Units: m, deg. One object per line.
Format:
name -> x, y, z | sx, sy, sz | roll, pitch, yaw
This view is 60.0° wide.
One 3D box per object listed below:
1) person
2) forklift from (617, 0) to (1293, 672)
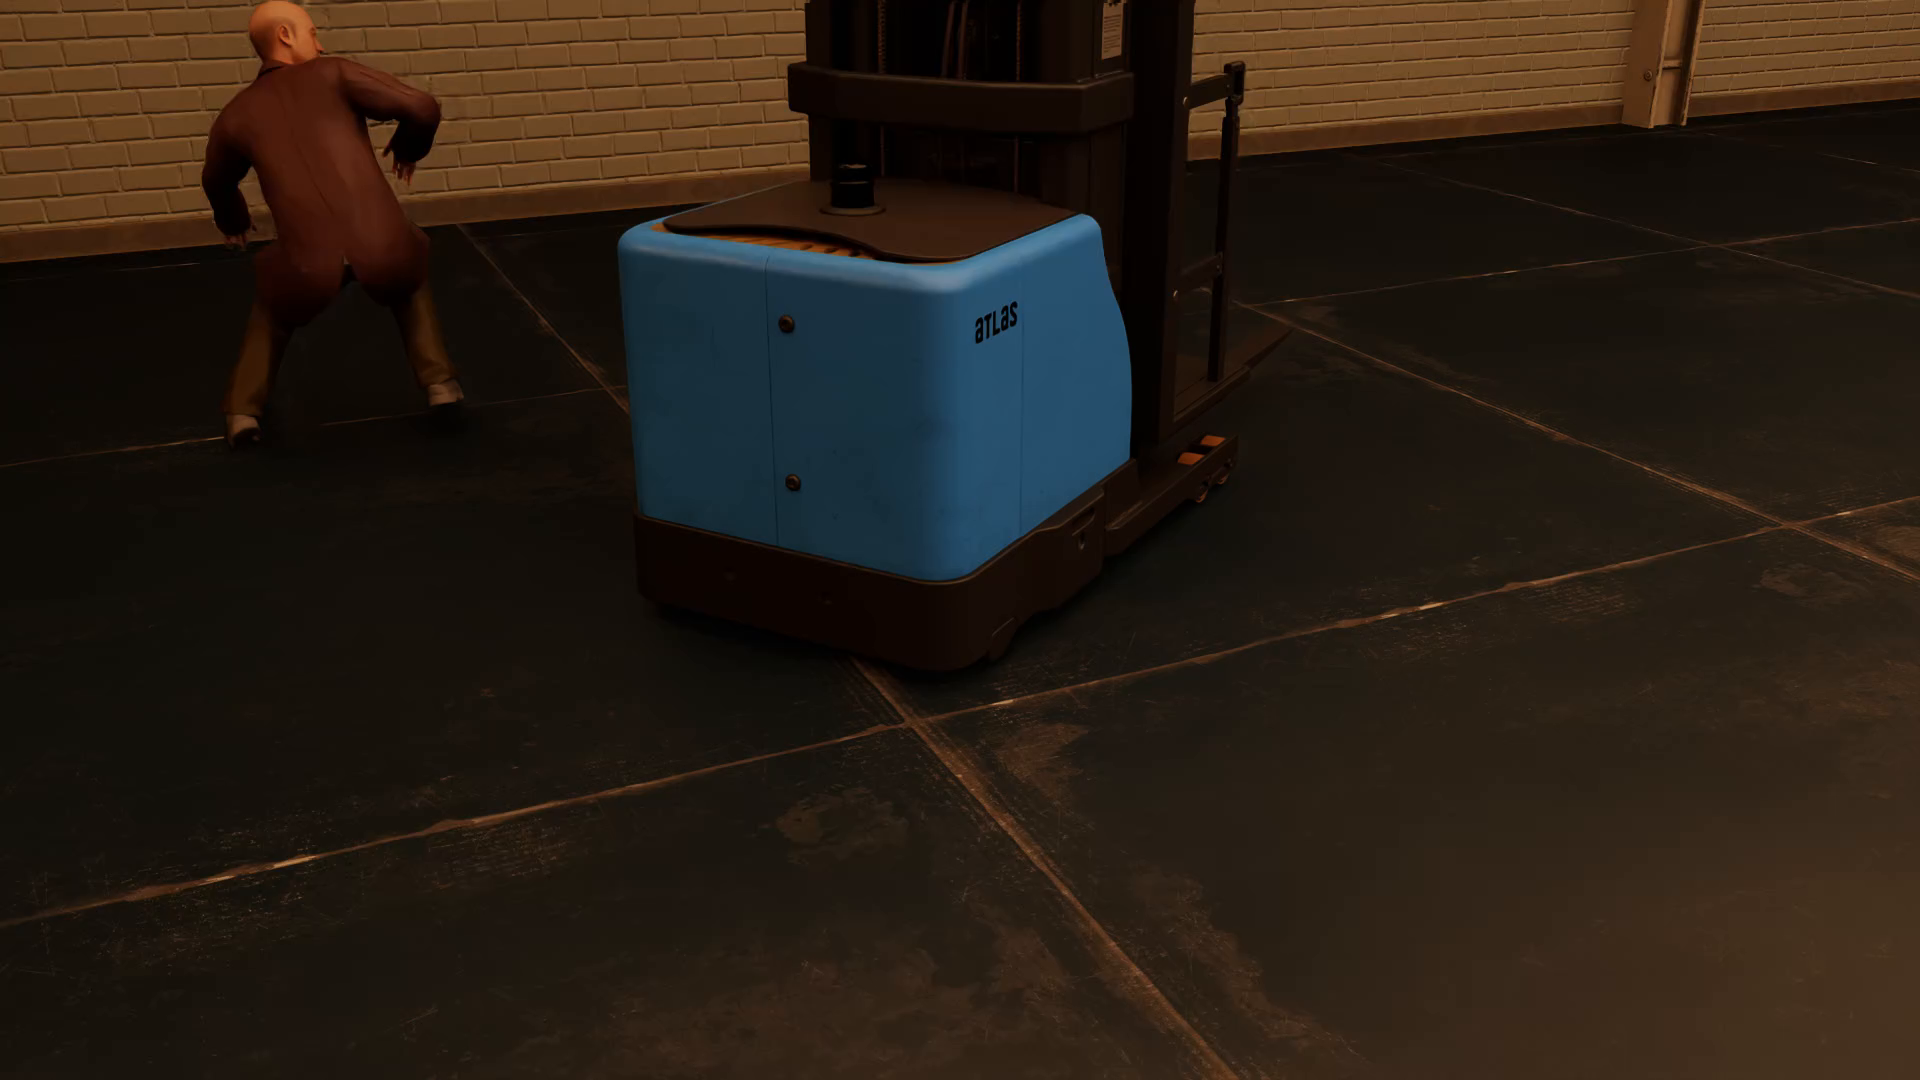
person -> -2.224, -1.085, 5.839 | 0.879, 1.548, 0.861 | -6, 23, -14
forklift -> 0.274, -1.549, 5.015 | 1.130, 2.935, 3.031 | 12, 26, 27
